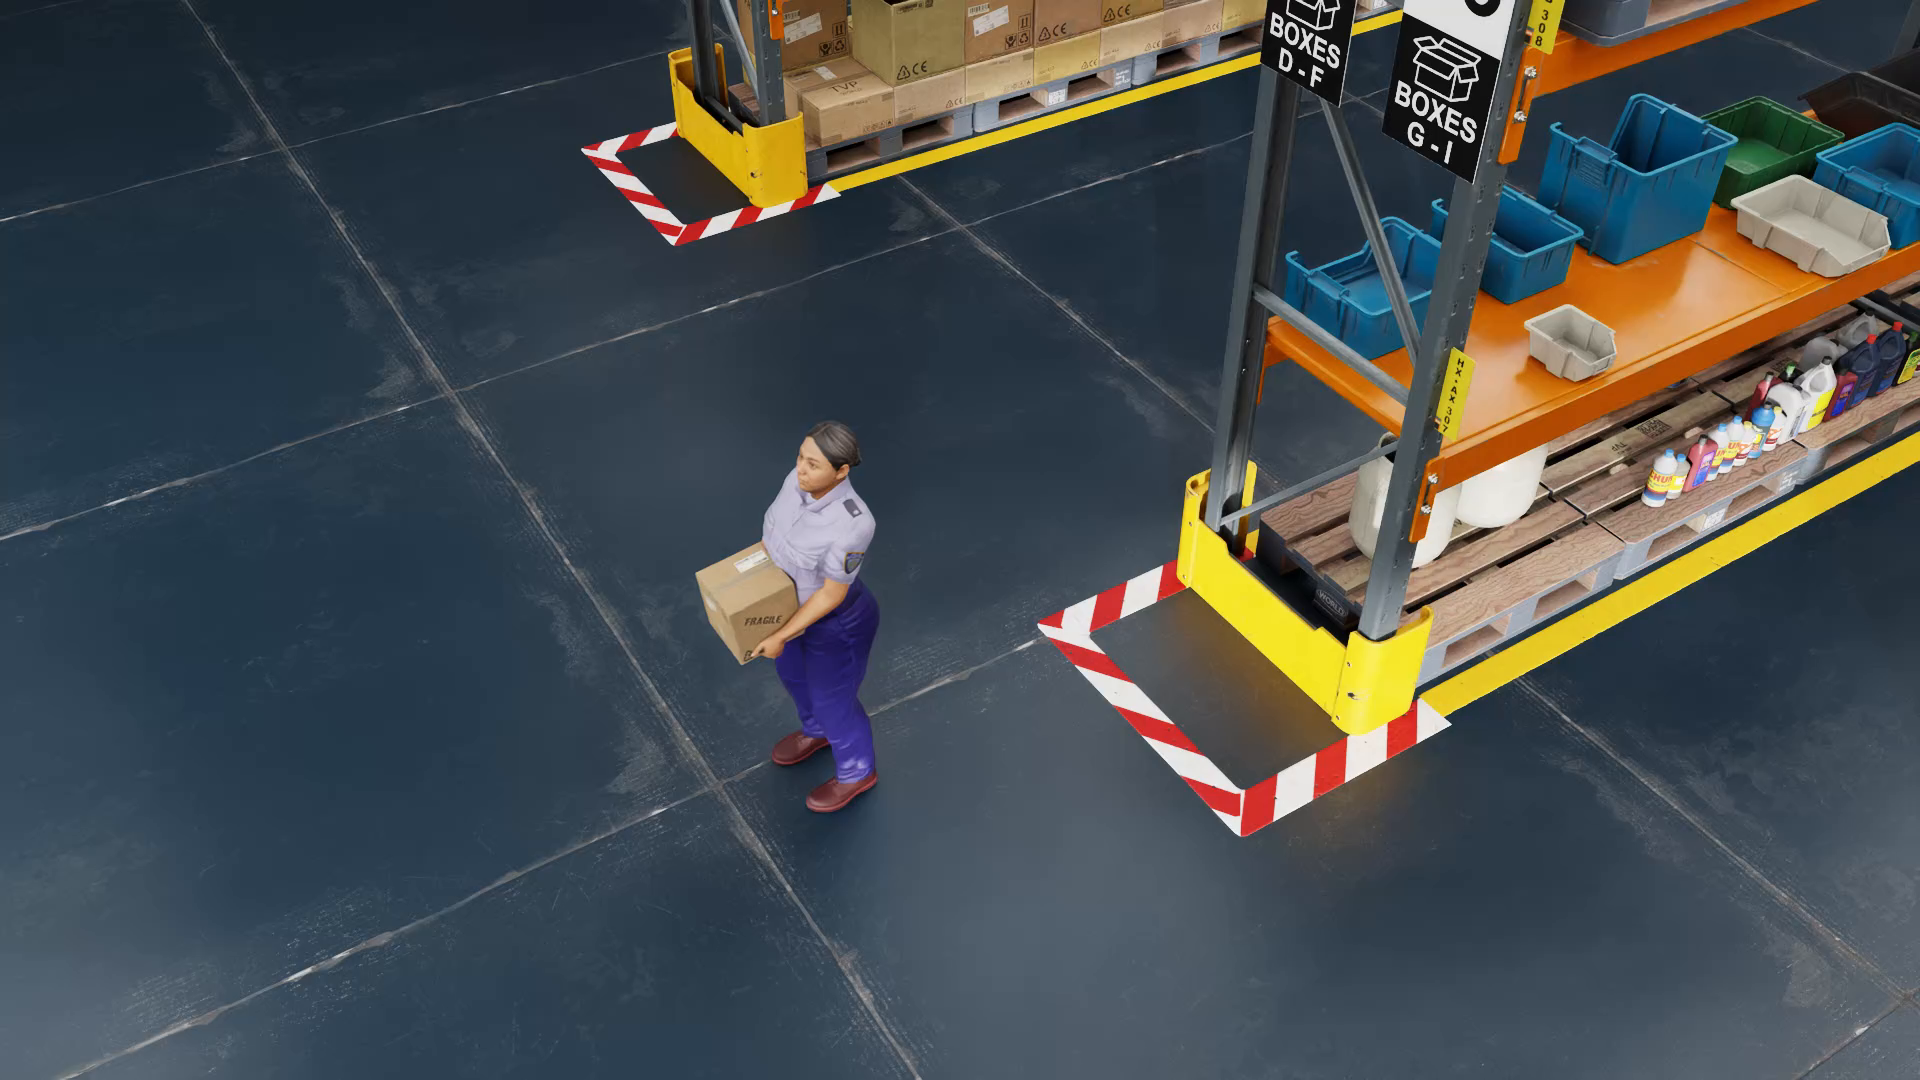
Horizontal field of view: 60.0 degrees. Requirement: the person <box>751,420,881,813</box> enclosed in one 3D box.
[{"bbox_3d":[-0.553,0.292,5.848,0.516,1.627,0.452,-22,46,-24],"label":"person"}]
